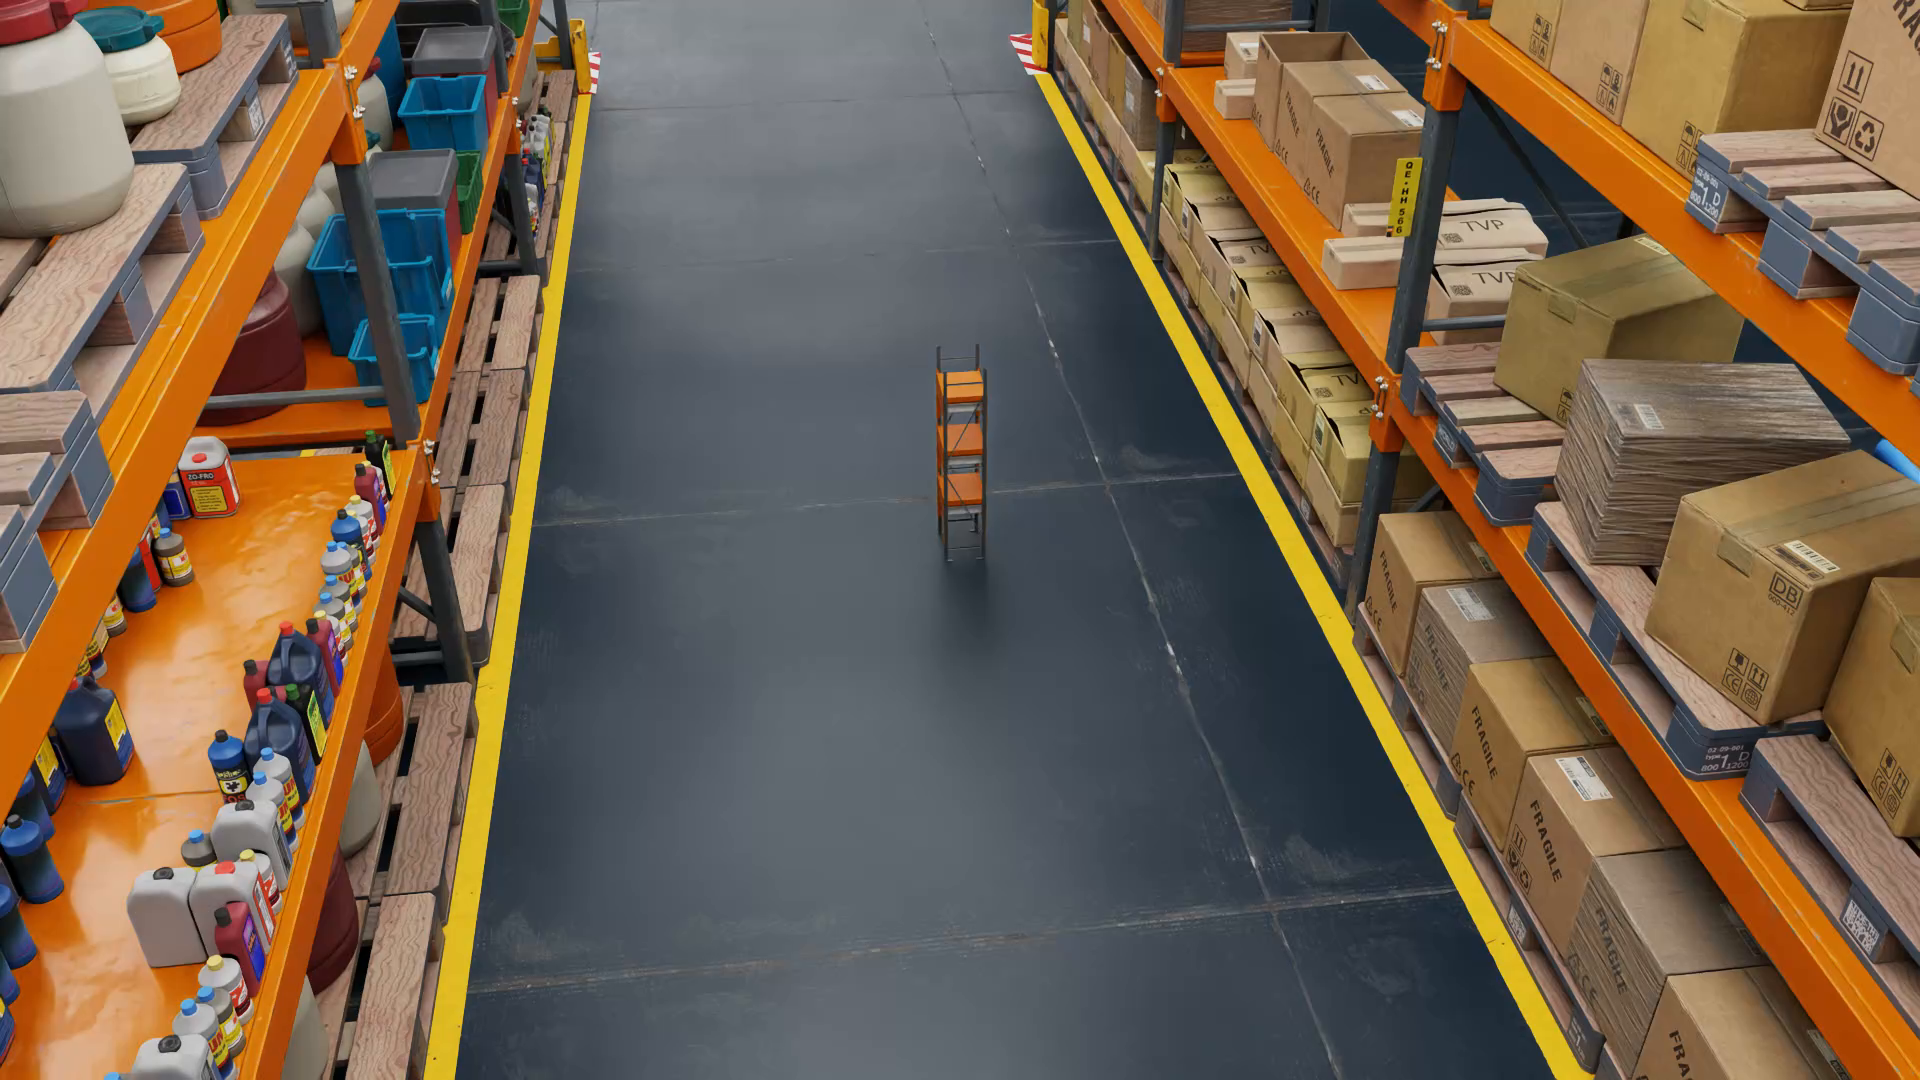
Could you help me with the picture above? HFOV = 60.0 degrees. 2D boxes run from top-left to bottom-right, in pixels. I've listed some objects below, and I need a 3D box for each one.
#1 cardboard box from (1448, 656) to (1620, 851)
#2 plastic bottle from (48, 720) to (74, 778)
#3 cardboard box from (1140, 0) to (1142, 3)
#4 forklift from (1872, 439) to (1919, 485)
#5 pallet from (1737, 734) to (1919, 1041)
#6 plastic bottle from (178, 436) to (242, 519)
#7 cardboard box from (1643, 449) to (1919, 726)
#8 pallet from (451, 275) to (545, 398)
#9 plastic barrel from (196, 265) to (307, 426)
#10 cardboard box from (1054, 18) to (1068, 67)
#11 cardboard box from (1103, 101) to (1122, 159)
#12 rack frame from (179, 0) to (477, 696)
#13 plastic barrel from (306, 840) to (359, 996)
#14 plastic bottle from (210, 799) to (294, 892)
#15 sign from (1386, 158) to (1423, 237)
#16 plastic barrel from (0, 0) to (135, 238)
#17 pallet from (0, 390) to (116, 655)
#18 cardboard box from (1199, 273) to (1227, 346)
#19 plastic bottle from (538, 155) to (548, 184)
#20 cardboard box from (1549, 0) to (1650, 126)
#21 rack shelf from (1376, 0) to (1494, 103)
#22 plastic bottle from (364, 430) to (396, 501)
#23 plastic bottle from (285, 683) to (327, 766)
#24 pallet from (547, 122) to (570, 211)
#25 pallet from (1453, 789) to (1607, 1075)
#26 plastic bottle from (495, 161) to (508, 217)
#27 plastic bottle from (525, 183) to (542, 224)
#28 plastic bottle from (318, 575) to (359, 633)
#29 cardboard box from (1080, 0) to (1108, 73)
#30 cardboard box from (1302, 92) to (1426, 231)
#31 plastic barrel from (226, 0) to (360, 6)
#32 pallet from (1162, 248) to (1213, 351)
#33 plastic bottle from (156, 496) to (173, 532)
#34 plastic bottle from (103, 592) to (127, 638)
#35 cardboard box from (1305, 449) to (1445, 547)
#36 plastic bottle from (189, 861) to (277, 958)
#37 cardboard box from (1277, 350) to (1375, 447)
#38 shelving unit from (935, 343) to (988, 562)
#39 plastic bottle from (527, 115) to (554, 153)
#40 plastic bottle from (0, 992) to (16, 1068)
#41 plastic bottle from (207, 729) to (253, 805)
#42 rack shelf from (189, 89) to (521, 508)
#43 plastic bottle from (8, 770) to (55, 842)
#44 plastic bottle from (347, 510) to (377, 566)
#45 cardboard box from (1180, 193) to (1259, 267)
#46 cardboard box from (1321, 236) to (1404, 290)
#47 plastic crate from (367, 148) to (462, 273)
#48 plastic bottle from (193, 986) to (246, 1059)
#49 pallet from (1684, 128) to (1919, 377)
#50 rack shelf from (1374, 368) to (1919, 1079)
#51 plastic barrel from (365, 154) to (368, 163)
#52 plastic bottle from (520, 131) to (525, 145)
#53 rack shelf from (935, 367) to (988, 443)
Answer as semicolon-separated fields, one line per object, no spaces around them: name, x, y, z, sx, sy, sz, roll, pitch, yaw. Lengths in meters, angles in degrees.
cardboard box;2.209;0.791;6.254;0.500;0.500;0.500;-5;35;-7
plastic bottle;-2.692;0.557;4.880;0.152;0.276;0.135;-4;35;-6
cardboard box;1.548;-4.002;11.371;0.700;0.500;0.500;-4;34;-6
forklift;5.335;-0.483;6.356;3.031;2.935;1.130;0;34;1
pallet;2.832;0.950;4.363;1.003;0.211;1.213;-4;35;-6
plastic bottle;-2.727;-0.229;6.032;0.152;0.276;0.135;-4;35;-6
cardboard box;2.532;0.128;4.936;0.700;0.500;0.500;-13;36;-18
pallet;-3.010;-1.179;9.793;1.003;0.211;1.213;-4;35;-6
plastic barrel;-2.979;-0.827;6.679;0.600;0.536;0.708;-4;35;-6
cardboard box;1.069;-4.093;13.661;0.500;0.250;0.500;-4;35;-6
cardboard box;1.337;-2.977;12.023;0.500;0.250;0.500;-4;35;-6
rack frame;-2.616;-0.535;6.371;1.000;3.000;0.127;-4;35;-6
plastic barrel;-2.381;1.190;5.608;0.600;0.588;0.708;-4;35;-6
plastic bottle;-1.918;0.816;4.500;0.152;0.276;0.135;-4;35;-6
sign;1.743;-1.342;6.528;0.100;0.325;0.005;-4;35;-6
plastic barrel;-2.228;-1.026;3.935;0.433;0.535;0.433;0;34;0
pallet;-2.280;0.106;2.935;1.213;0.211;1.003;-4;35;-6
cardboard box;1.704;-1.359;9.649;0.500;0.250;0.500;-5;35;-8
plastic bottle;-2.891;-2.539;11.406;0.097;0.201;0.097;0;34;0
cardboard box;2.454;-1.663;5.274;0.910;0.500;0.500;-4;35;-6
rack shelf;2.024;-2.966;7.914;1.077;0.370;4.000;-4;35;-6
plastic bottle;-2.139;-0.293;6.120;0.061;0.283;0.133;-4;35;-6
plastic bottle;-1.942;0.523;4.923;0.061;0.283;0.133;-4;35;-6
pallet;-3.370;-2.675;11.987;1.003;0.211;1.213;-4;35;-6
pallet;2.517;1.344;6.091;1.003;0.211;1.213;-4;35;-6
plastic bottle;-2.994;-2.325;10.959;0.144;0.351;0.185;-4;35;-6
plastic bottle;-2.833;-2.212;10.861;0.152;0.276;0.135;-3;34;-5
plastic bottle;-2.045;0.207;5.459;0.097;0.201;0.097;0;34;0
cardboard box;1.218;-3.846;12.633;0.500;0.500;0.500;-4;35;-6
cardboard box;2.051;-1.884;8.262;0.500;0.500;0.500;-6;35;-9
plastic barrel;-2.511;-2.456;6.081;0.600;0.901;0.600;0;34;0
pallet;1.893;-1.579;10.380;1.003;0.211;1.213;-4;35;-6
plastic bottle;-2.890;-0.149;5.919;0.097;0.271;0.097;0;34;0
plastic bottle;-2.809;0.213;5.450;0.097;0.201;0.097;0;34;0
cardboard box;1.980;-0.220;7.978;0.500;0.250;0.500;-4;34;-5
plastic bottle;-1.887;0.945;4.310;0.152;0.276;0.135;-4;35;-6
cardboard box;1.902;-0.740;8.243;0.500;0.311;0.500;-5;35;-7
shelving unit;0.007;-0.404;7.911;0.215;1.050;0.252;-4;35;-6
plastic bottle;-3.004;-2.921;11.900;0.152;0.276;0.135;-4;34;-6
plastic bottle;-2.408;1.116;3.993;0.144;0.351;0.185;-4;35;-6
plastic bottle;-2.076;0.653;4.742;0.097;0.271;0.097;0;34;0
rack shelf;-2.885;-1.353;8.211;1.077;0.370;4.000;-4;35;-6
plastic bottle;-2.618;0.724;4.639;0.097;0.271;0.097;0;34;0
plastic bottle;-2.097;-0.010;5.778;0.097;0.201;0.097;0;34;0
cardboard box;1.626;-1.880;9.915;0.500;0.311;0.500;-5;35;-7
cardboard box;1.898;-1.285;7.695;0.380;0.149;0.250;-4;35;-6
plastic crate;-2.530;-1.486;7.710;0.402;0.464;0.583;-4;35;-6
plastic bottle;-1.813;1.167;4.050;0.097;0.201;0.097;0;34;0
pallet;2.670;-0.785;4.242;1.213;0.211;1.003;-4;35;-6
rack shelf;2.562;0.506;5.483;1.077;0.370;4.000;-4;35;-6
plastic barrel;-3.144;-1.863;8.199;0.433;0.535;0.433;0;34;0
plastic bottle;-3.106;-2.793;11.778;0.097;0.201;0.097;0;34;0
rack shelf;0.007;-0.630;7.757;0.215;0.259;0.240;-4;35;-6
